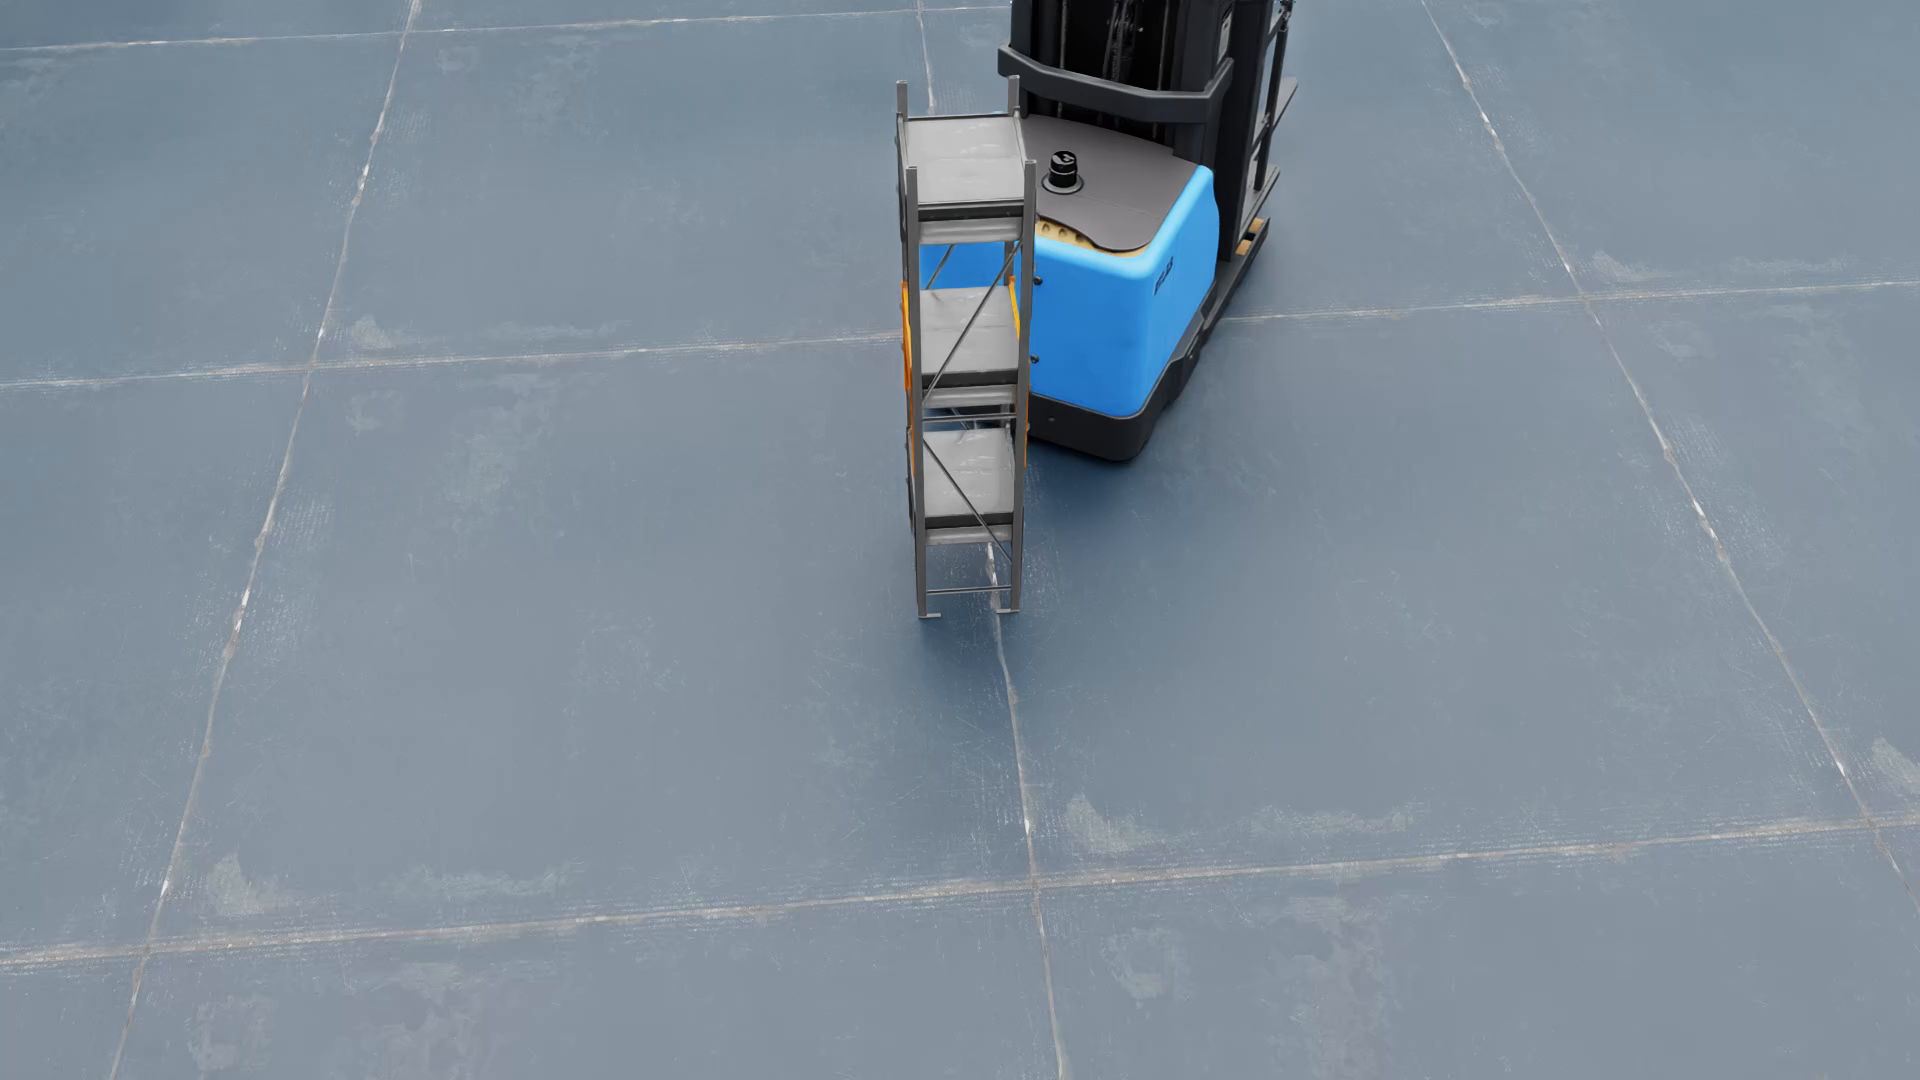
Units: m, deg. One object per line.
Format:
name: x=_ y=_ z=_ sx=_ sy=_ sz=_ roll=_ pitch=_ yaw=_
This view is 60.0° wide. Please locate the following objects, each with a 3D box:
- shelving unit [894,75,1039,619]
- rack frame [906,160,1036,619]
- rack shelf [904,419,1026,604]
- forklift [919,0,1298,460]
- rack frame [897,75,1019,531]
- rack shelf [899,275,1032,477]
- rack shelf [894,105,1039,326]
shelving unit: x=0.014 y=-0.602 z=6.011 sx=0.431 sy=2.100 sz=0.503 roll=-3 pitch=47 yaw=-3
rack frame: x=0.034 y=-0.426 z=5.844 sx=0.400 sy=2.100 sz=0.015 roll=-3 pitch=47 yaw=-3
rack shelf: x=0.014 y=-0.112 z=6.529 sx=0.431 sy=0.518 sz=0.480 roll=-3 pitch=47 yaw=-3
forklift: x=0.878 y=-2.431 z=7.170 sx=1.130 sy=2.935 sz=3.031 roll=18 pitch=49 yaw=17
rack frame: x=-0.007 y=-0.779 z=6.178 sx=0.400 sy=2.100 sz=0.015 roll=-3 pitch=47 yaw=-3
rack shelf: x=0.014 y=-0.593 z=6.021 sx=0.431 sy=0.518 sz=0.480 roll=-3 pitch=47 yaw=-3
rack shelf: x=0.014 y=-1.074 z=5.512 sx=0.431 sy=0.518 sz=0.480 roll=-3 pitch=47 yaw=-3
